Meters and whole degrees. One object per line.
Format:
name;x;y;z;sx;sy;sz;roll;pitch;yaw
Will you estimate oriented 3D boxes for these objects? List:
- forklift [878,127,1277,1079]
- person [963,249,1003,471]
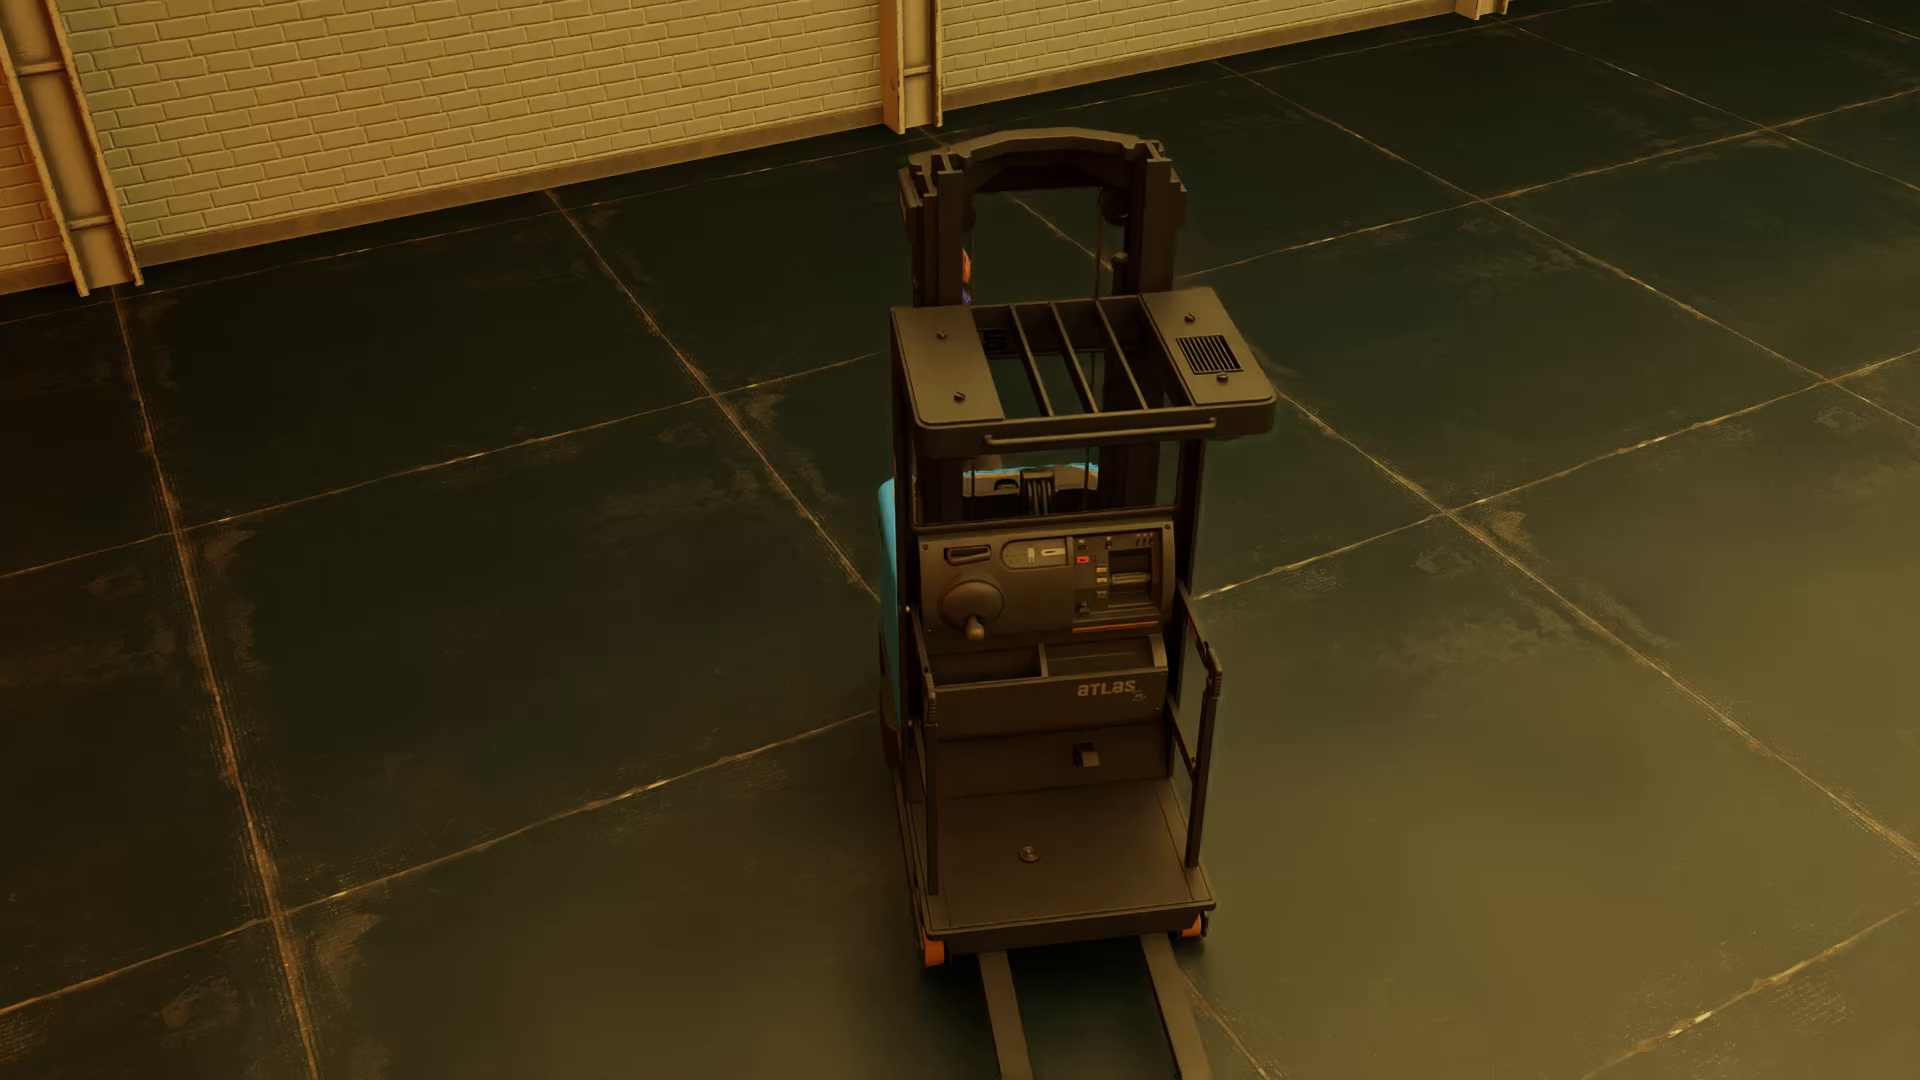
forklift;0.350;0.209;5.827;1.130;2.935;3.031;-5;36;-7
person;0.087;-0.695;8.200;0.503;1.656;0.569;-17;39;-23
